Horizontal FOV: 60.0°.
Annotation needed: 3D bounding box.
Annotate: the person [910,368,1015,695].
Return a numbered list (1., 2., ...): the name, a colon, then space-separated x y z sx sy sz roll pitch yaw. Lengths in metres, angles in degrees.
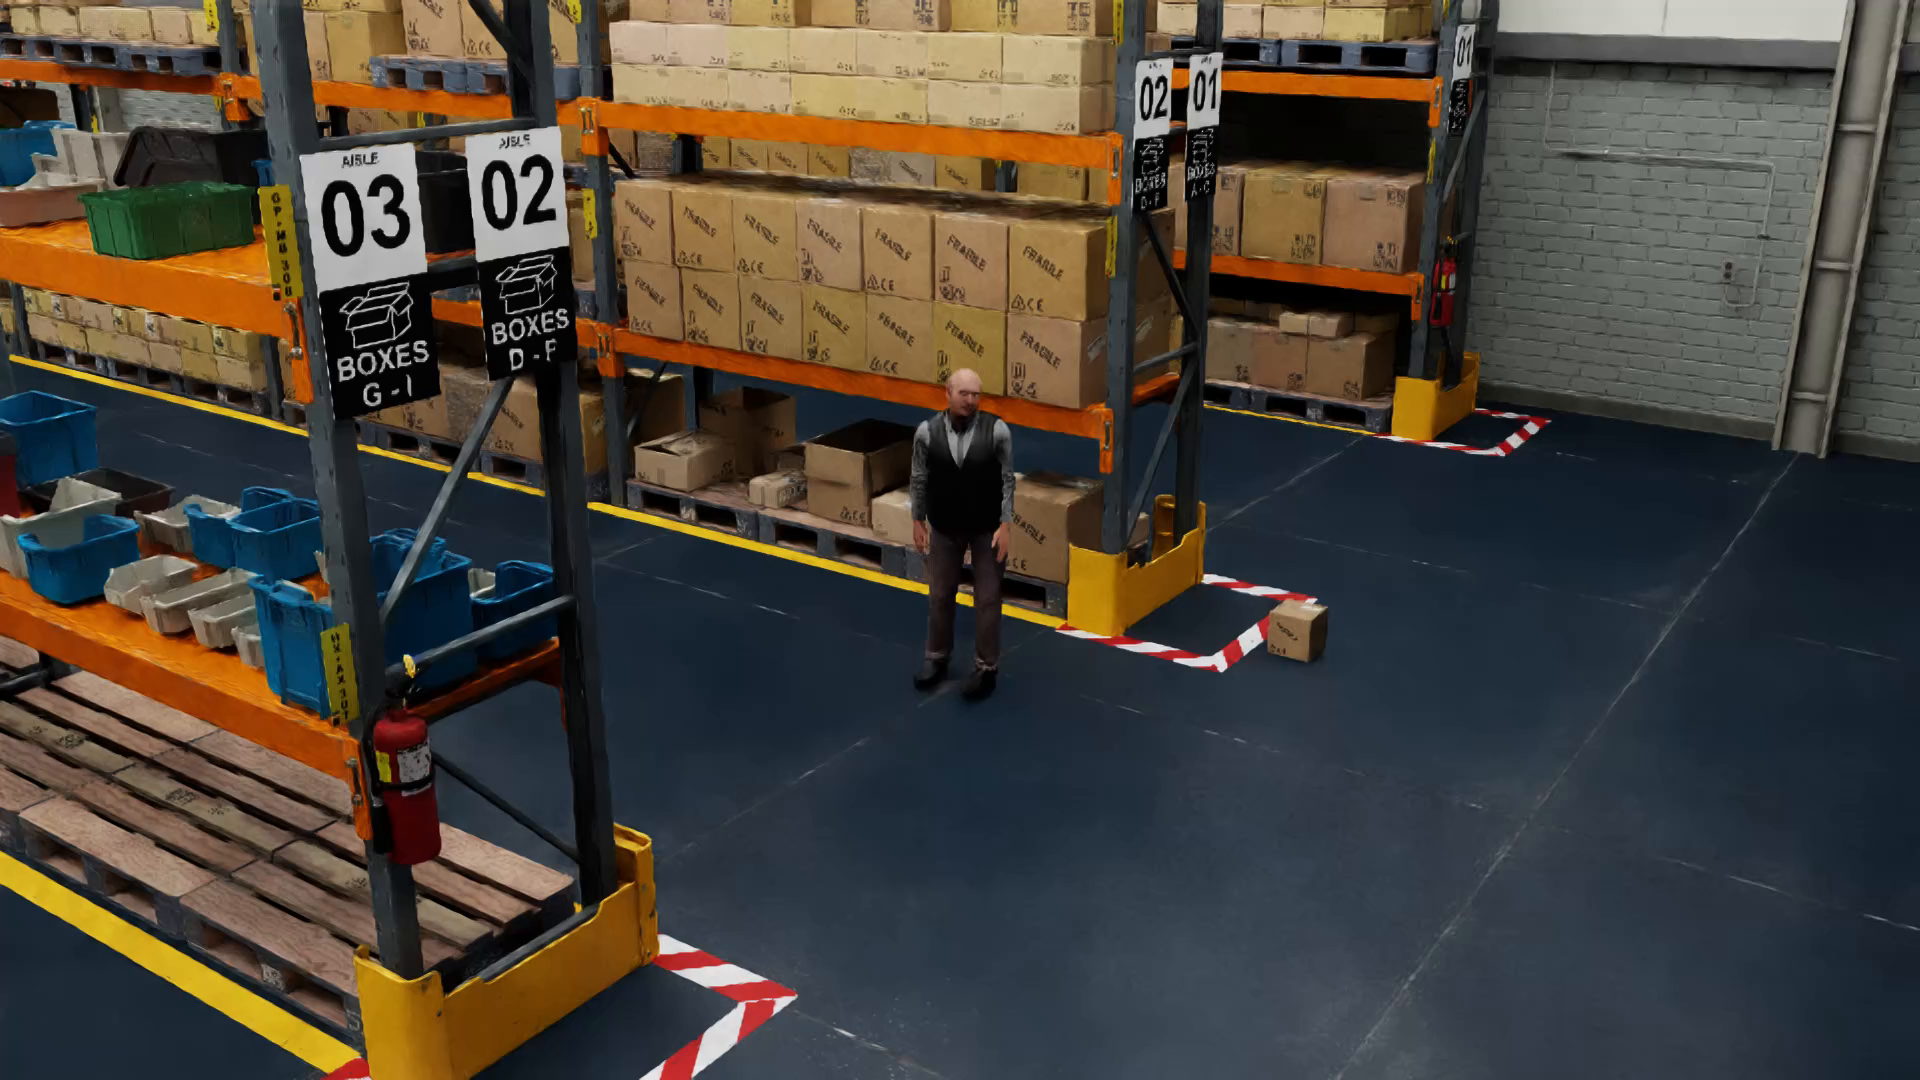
1. person: -0.001 -0.038 8.642 0.559 1.728 0.475 3 20 10
